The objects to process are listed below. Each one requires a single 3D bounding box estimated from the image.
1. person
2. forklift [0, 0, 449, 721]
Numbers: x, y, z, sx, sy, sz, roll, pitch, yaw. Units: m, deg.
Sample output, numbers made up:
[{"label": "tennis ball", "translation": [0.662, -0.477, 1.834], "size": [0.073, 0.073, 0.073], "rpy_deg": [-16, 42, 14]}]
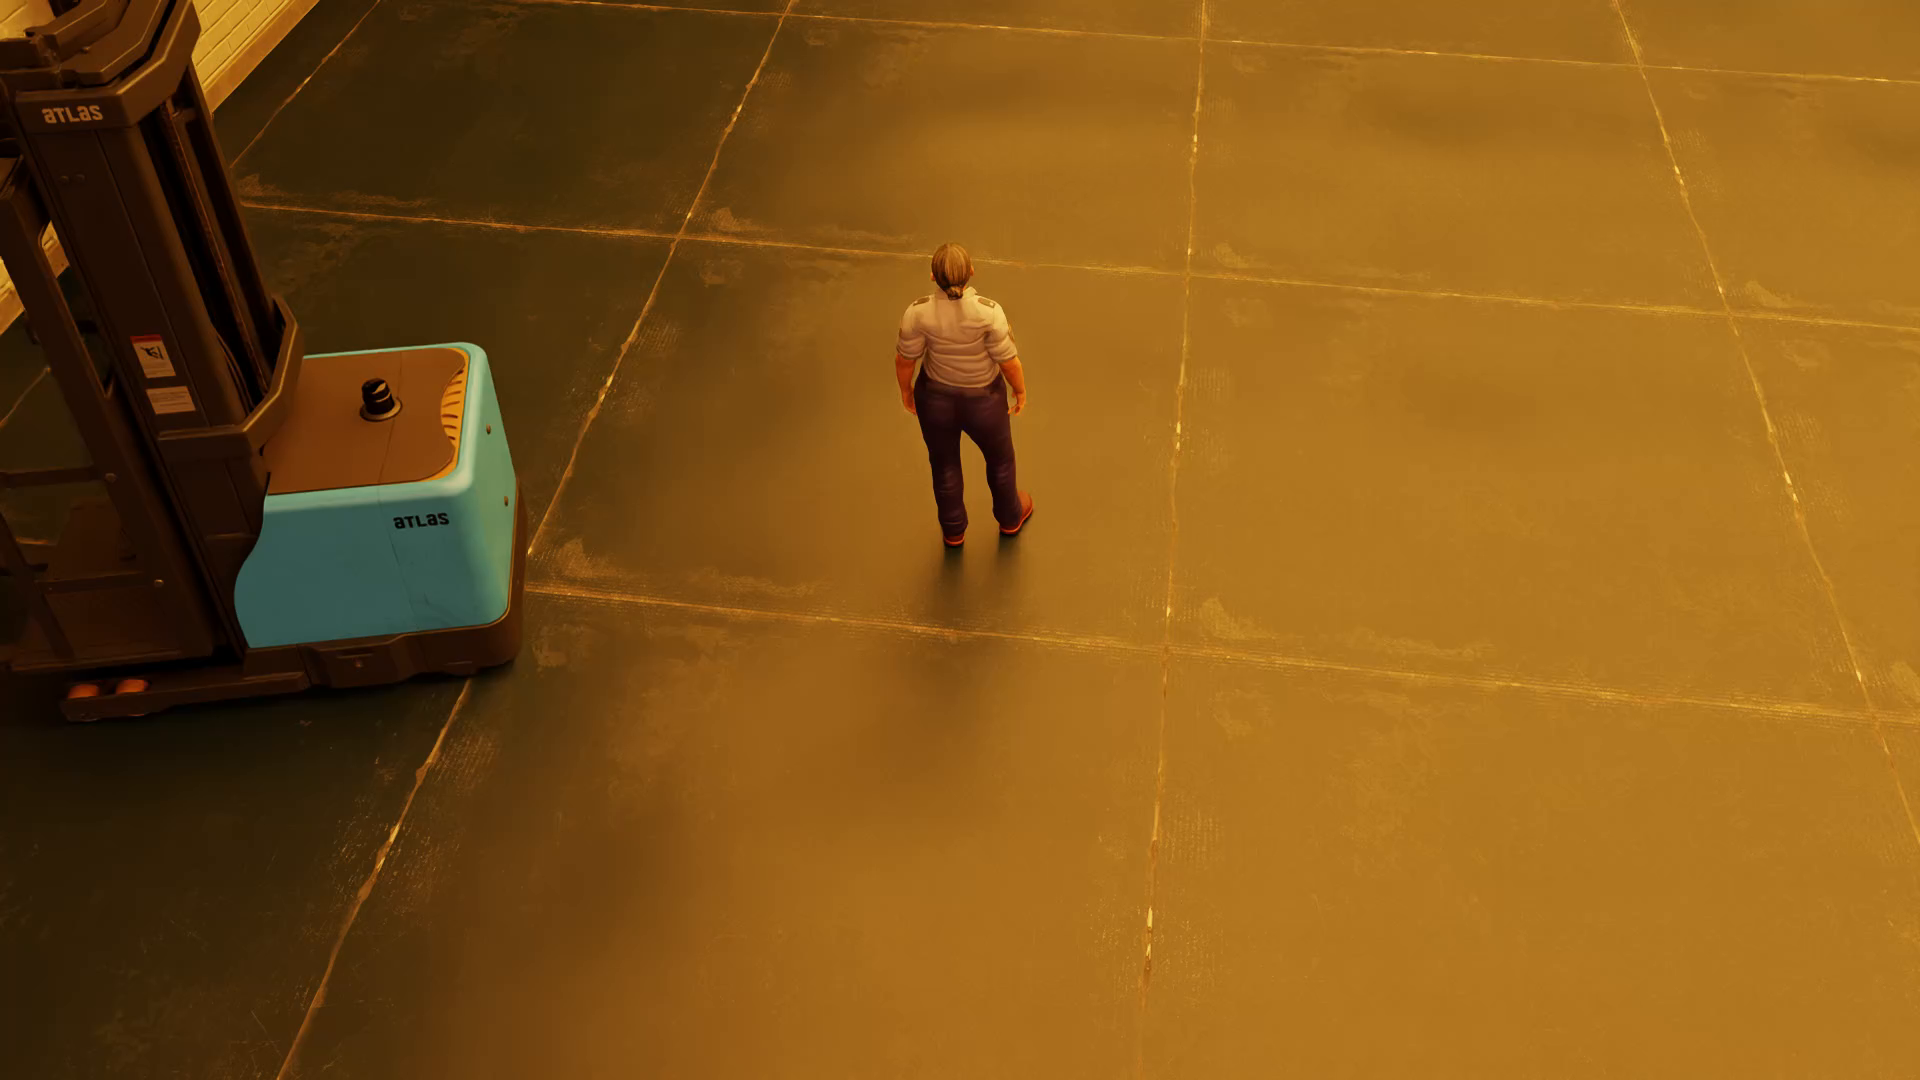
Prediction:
[{"label": "person", "translation": [0.034, -0.670, 7.391], "size": [0.599, 1.650, 0.503], "rpy_deg": [5, 43, 6]}, {"label": "forklift", "translation": [-3.487, -0.697, 6.483], "size": [3.031, 2.935, 1.121], "rpy_deg": [-6, 43, -6]}]
